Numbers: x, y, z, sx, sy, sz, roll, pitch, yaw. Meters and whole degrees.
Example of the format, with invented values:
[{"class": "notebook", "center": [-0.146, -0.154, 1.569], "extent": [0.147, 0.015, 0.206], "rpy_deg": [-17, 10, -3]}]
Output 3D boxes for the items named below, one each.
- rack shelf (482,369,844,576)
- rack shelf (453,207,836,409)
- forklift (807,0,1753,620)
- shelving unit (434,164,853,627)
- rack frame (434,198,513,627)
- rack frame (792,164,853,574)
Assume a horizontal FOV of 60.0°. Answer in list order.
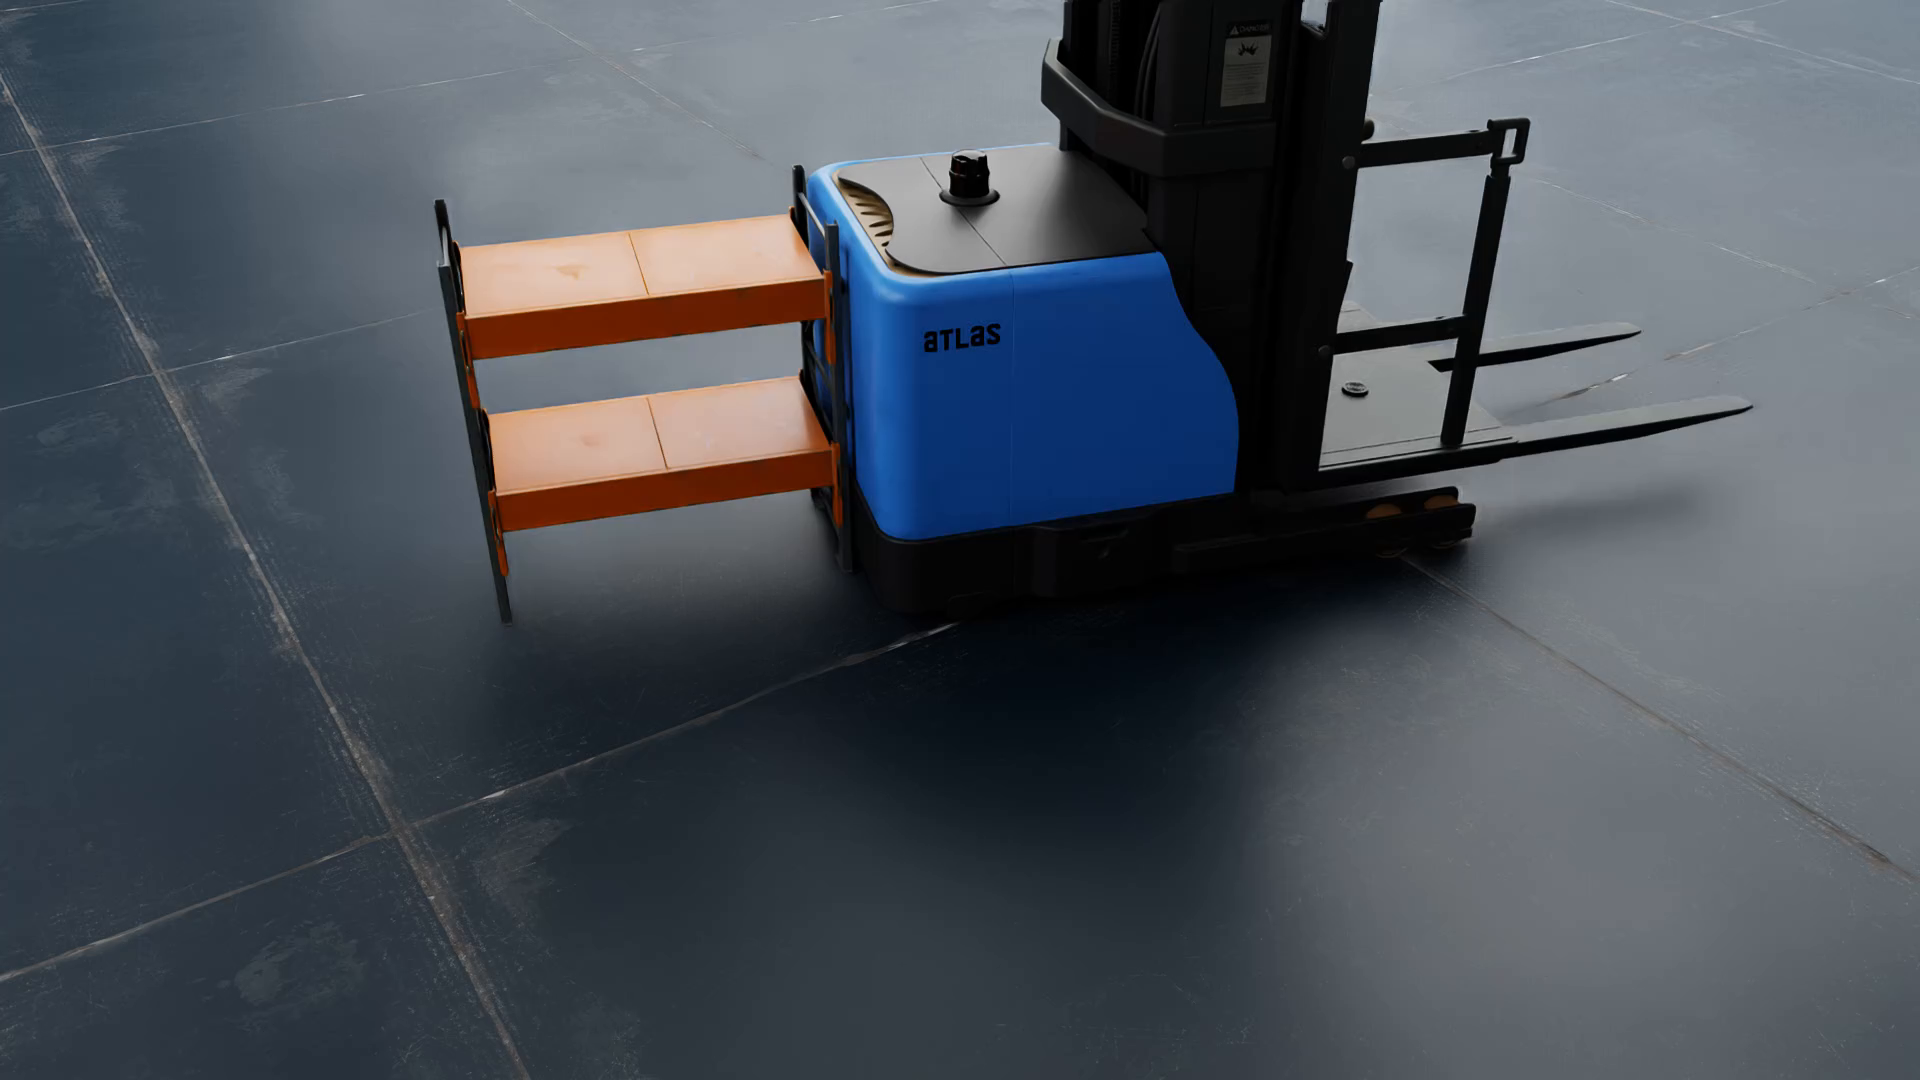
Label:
[{"class": "rack shelf", "center": [-0.900, -0.220, 5.002], "extent": [1.000, 0.278, 0.538], "rpy_deg": [-9, 33, -14]}, {"class": "rack shelf", "center": [-0.900, -0.674, 4.716], "extent": [1.000, 0.278, 0.538], "rpy_deg": [-9, 33, -14]}, {"class": "forklift", "center": [1.099, -1.445, 4.794], "extent": [3.031, 2.935, 1.130], "rpy_deg": [-9, 33, -14]}, {"class": "shelving unit", "center": [-0.900, -0.426, 4.872], "extent": [1.048, 1.125, 0.538], "rpy_deg": [-9, 33, -14]}, {"class": "rack frame", "center": [-1.388, -0.351, 4.752], "extent": [0.032, 1.125, 0.500], "rpy_deg": [-9, 33, -14]}, {"class": "rack frame", "center": [-0.412, -0.502, 4.991], "extent": [0.032, 1.125, 0.500], "rpy_deg": [-9, 33, -14]}]
